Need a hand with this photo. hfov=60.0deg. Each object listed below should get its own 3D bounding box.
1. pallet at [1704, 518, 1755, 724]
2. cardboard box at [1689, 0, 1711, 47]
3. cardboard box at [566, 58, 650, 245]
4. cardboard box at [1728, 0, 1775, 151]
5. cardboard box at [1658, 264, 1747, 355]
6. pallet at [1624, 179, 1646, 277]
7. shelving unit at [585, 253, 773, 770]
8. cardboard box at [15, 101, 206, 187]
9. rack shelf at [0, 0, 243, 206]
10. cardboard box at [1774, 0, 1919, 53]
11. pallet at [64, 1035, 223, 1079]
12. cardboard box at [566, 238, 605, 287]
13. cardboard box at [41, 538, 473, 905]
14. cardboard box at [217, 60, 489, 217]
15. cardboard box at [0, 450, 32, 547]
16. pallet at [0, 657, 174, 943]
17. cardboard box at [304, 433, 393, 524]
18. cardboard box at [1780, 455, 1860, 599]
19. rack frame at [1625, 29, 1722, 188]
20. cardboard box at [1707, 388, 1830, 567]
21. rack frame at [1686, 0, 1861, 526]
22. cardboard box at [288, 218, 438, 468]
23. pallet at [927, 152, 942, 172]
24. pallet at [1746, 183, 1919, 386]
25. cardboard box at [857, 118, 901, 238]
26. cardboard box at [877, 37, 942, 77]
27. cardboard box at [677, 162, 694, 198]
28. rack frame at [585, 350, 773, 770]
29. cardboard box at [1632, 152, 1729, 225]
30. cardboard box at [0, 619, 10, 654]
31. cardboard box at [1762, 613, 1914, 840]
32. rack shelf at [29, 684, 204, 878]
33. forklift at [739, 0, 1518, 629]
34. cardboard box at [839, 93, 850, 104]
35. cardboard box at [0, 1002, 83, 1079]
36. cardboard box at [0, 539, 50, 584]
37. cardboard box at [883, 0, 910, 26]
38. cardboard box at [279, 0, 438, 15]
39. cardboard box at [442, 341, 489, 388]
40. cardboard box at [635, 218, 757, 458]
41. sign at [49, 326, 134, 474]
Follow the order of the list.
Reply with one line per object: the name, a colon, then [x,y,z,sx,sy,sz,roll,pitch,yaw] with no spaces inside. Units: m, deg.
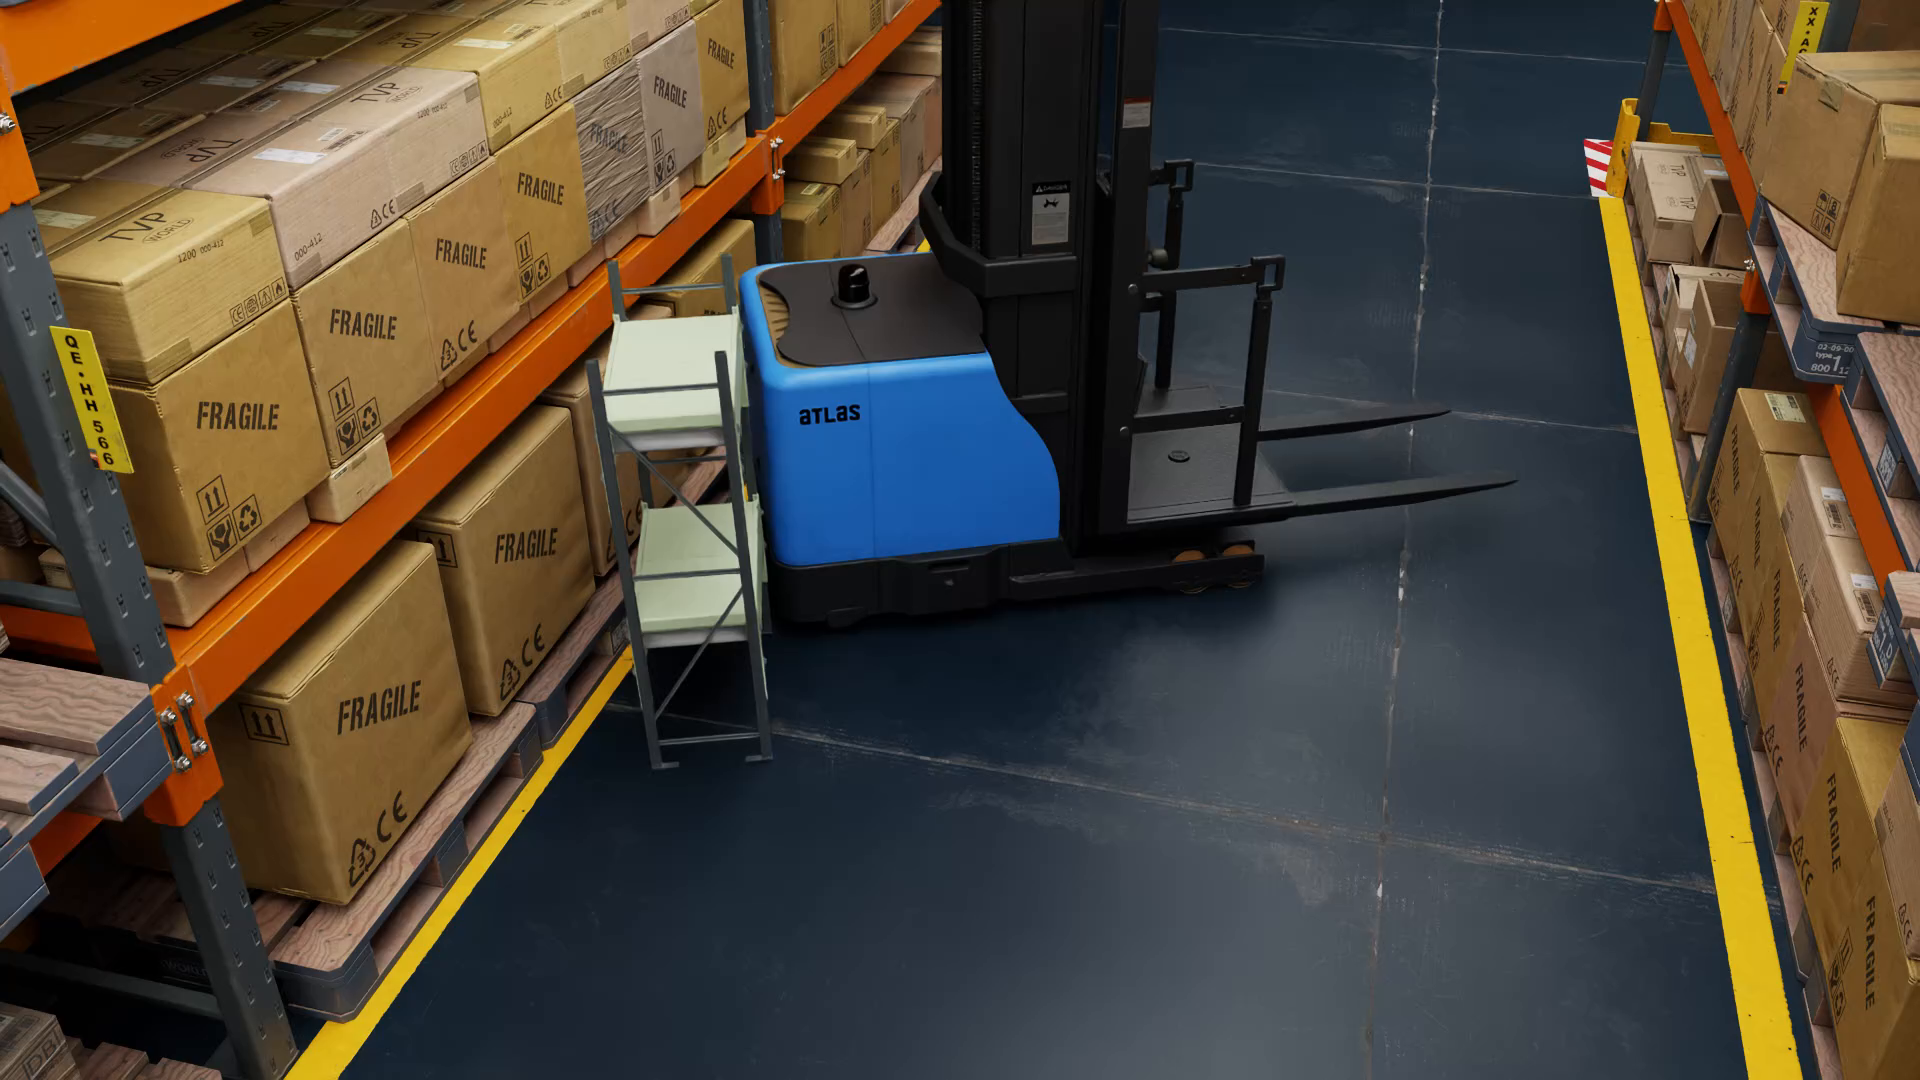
pallet: [3.338,0.305,6.074,1.003,0.211,1.213,8,33,12]
cardboard box: [3.899,-2.694,8.099,0.500,0.500,0.500,8,33,12]
cardboard box: [-1.414,-1.349,5.686,0.500,0.500,0.500,8,33,12]
cardboard box: [3.516,-1.904,6.855,0.500,0.500,0.500,9,34,14]
cardboard box: [3.568,-1.074,7.740,0.500,0.311,0.500,8,33,12]
pallet: [4.302,-1.745,9.298,1.003,0.211,1.213,8,33,12]
shelving unit: [-0.883,-0.083,5.467,0.431,1.500,0.755,-4,32,-4]
cardboard box: [-2.301,-0.928,4.325,0.500,0.250,0.500,7,33,11]
rack shelf: [-1.792,-1.896,4.812,1.077,0.370,4.000,8,33,12]
cardboard box: [3.386,-2.061,6.171,0.500,0.500,0.500,8,33,13]
pallet: [-2.500,1.686,3.901,1.003,0.211,1.213,8,33,12]
cardboard box: [-1.462,-1.007,5.754,0.380,0.149,0.250,7,33,11]
cardboard box: [-1.986,0.470,4.827,0.750,0.750,0.750,8,33,12]
cardboard box: [-1.677,-1.128,4.641,0.500,0.250,0.500,8,33,13]
cardboard box: [-2.435,-0.353,4.121,0.500,0.500,0.500,8,33,13]
pallet: [-2.378,0.569,3.238,1.213,0.211,1.003,8,33,12]
cardboard box: [-1.771,-0.194,4.475,0.380,0.149,0.250,9,34,14]
cardboard box: [2.895,-0.010,5.191,0.500,0.250,0.500,8,33,12]
rack frame: [4.523,-3.375,9.263,1.000,3.000,0.127,8,33,12]
cardboard box: [3.149,-0.212,6.208,0.500,0.500,0.500,7,33,10]
rack frame: [3.508,-1.299,5.998,1.000,3.000,0.127,8,33,12]
cardboard box: [-1.787,-0.560,4.446,0.500,0.500,0.500,9,34,14]
pallet: [-0.397,-2.445,10.400,1.003,0.211,1.213,8,33,12]
pallet: [3.199,-0.819,5.421,1.003,0.211,1.213,8,33,12]
cardboard box: [-0.733,-1.995,9.030,0.700,0.500,0.500,9,33,14]
cardboard box: [-0.271,-2.843,9.760,0.380,0.149,0.250,9,34,14]
cardboard box: [-1.247,-1.398,6.369,0.380,0.149,0.250,9,34,14]
rack frame: [-0.848,0.110,5.158,0.400,1.500,0.023,-4,32,-4]
cardboard box: [3.983,-1.897,9.092,0.500,0.250,0.500,8,33,12]
cardboard box: [-2.410,0.121,3.260,0.700,0.500,0.500,4,33,7]
cardboard box: [2.762,0.586,4.951,0.500,0.500,0.500,7,33,11]
rack shelf: [-2.808,1.445,2.351,1.077,0.370,4.000,8,33,12]
forklift: [0.707,-1.301,6.064,3.031,2.935,1.130,-6,33,-10]
cardboard box: [-0.832,-2.501,9.222,0.380,0.149,0.250,8,33,13]
cardboard box: [-2.432,1.354,3.745,0.700,0.500,0.500,8,33,13]
cardboard box: [-2.465,-0.003,4.174,0.380,0.149,0.250,9,33,13]
cardboard box: [-0.766,-3.135,8.606,0.980,0.700,0.700,6,33,10]
cardboard box: [-1.902,-1.728,5.584,0.500,0.250,0.500,7,33,11]
cardboard box: [-1.693,-0.609,5.128,0.380,0.149,0.250,9,33,13]
cardboard box: [-1.324,-0.887,6.962,0.750,0.750,0.750,8,33,13]
sign: [-1.773,-0.282,3.393,0.100,0.325,0.005,8,33,12]
